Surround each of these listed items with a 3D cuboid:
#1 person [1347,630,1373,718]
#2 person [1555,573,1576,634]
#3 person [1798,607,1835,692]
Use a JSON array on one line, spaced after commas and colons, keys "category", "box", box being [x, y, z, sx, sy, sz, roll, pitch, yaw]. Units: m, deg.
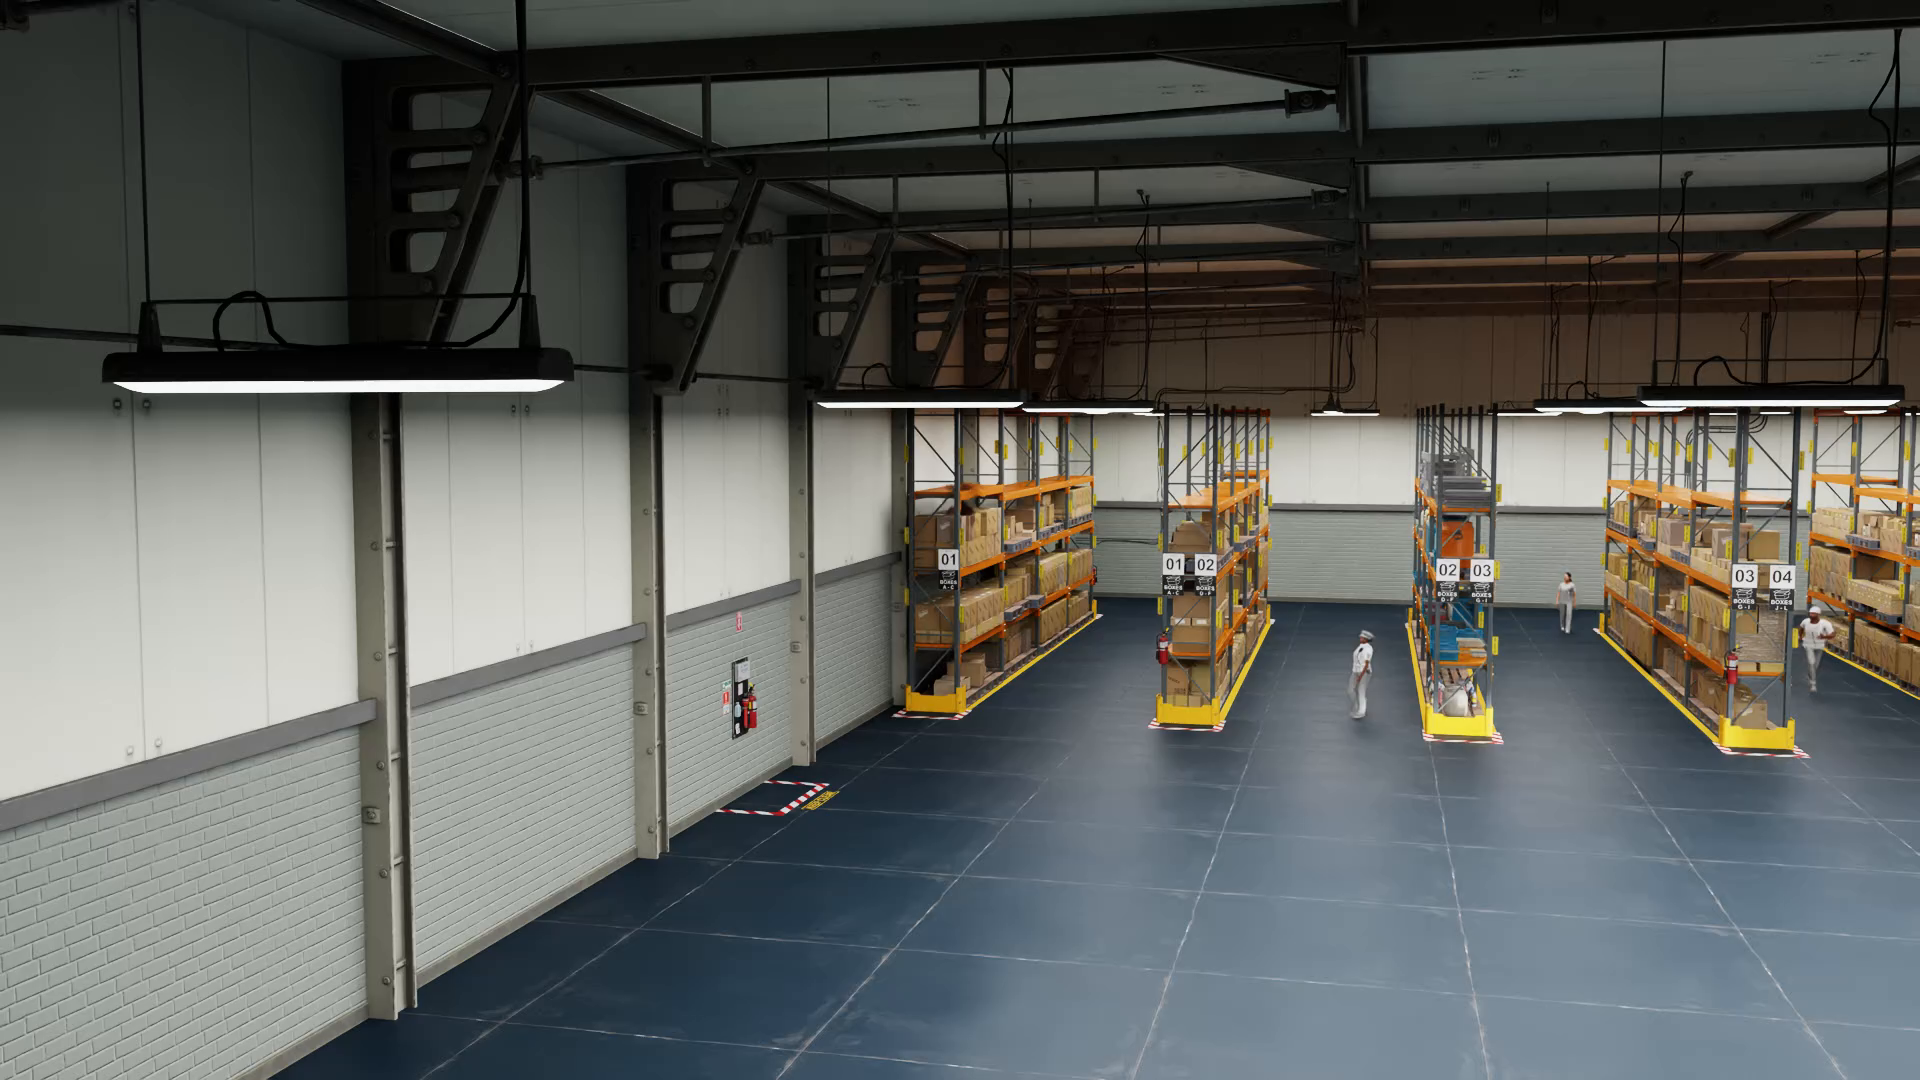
[{"category": "person", "box": [7.679, 2.593, 31.932, 0.470, 1.742, 0.517, -2, 5, -27]}, {"category": "person", "box": [16.156, 1.679, 44.337, 0.522, 1.624, 1.004, 1, 4, 19]}, {"category": "person", "box": [18.039, 2.265, 35.004, 0.603, 1.735, 1.016, 1, 4, 11]}]
